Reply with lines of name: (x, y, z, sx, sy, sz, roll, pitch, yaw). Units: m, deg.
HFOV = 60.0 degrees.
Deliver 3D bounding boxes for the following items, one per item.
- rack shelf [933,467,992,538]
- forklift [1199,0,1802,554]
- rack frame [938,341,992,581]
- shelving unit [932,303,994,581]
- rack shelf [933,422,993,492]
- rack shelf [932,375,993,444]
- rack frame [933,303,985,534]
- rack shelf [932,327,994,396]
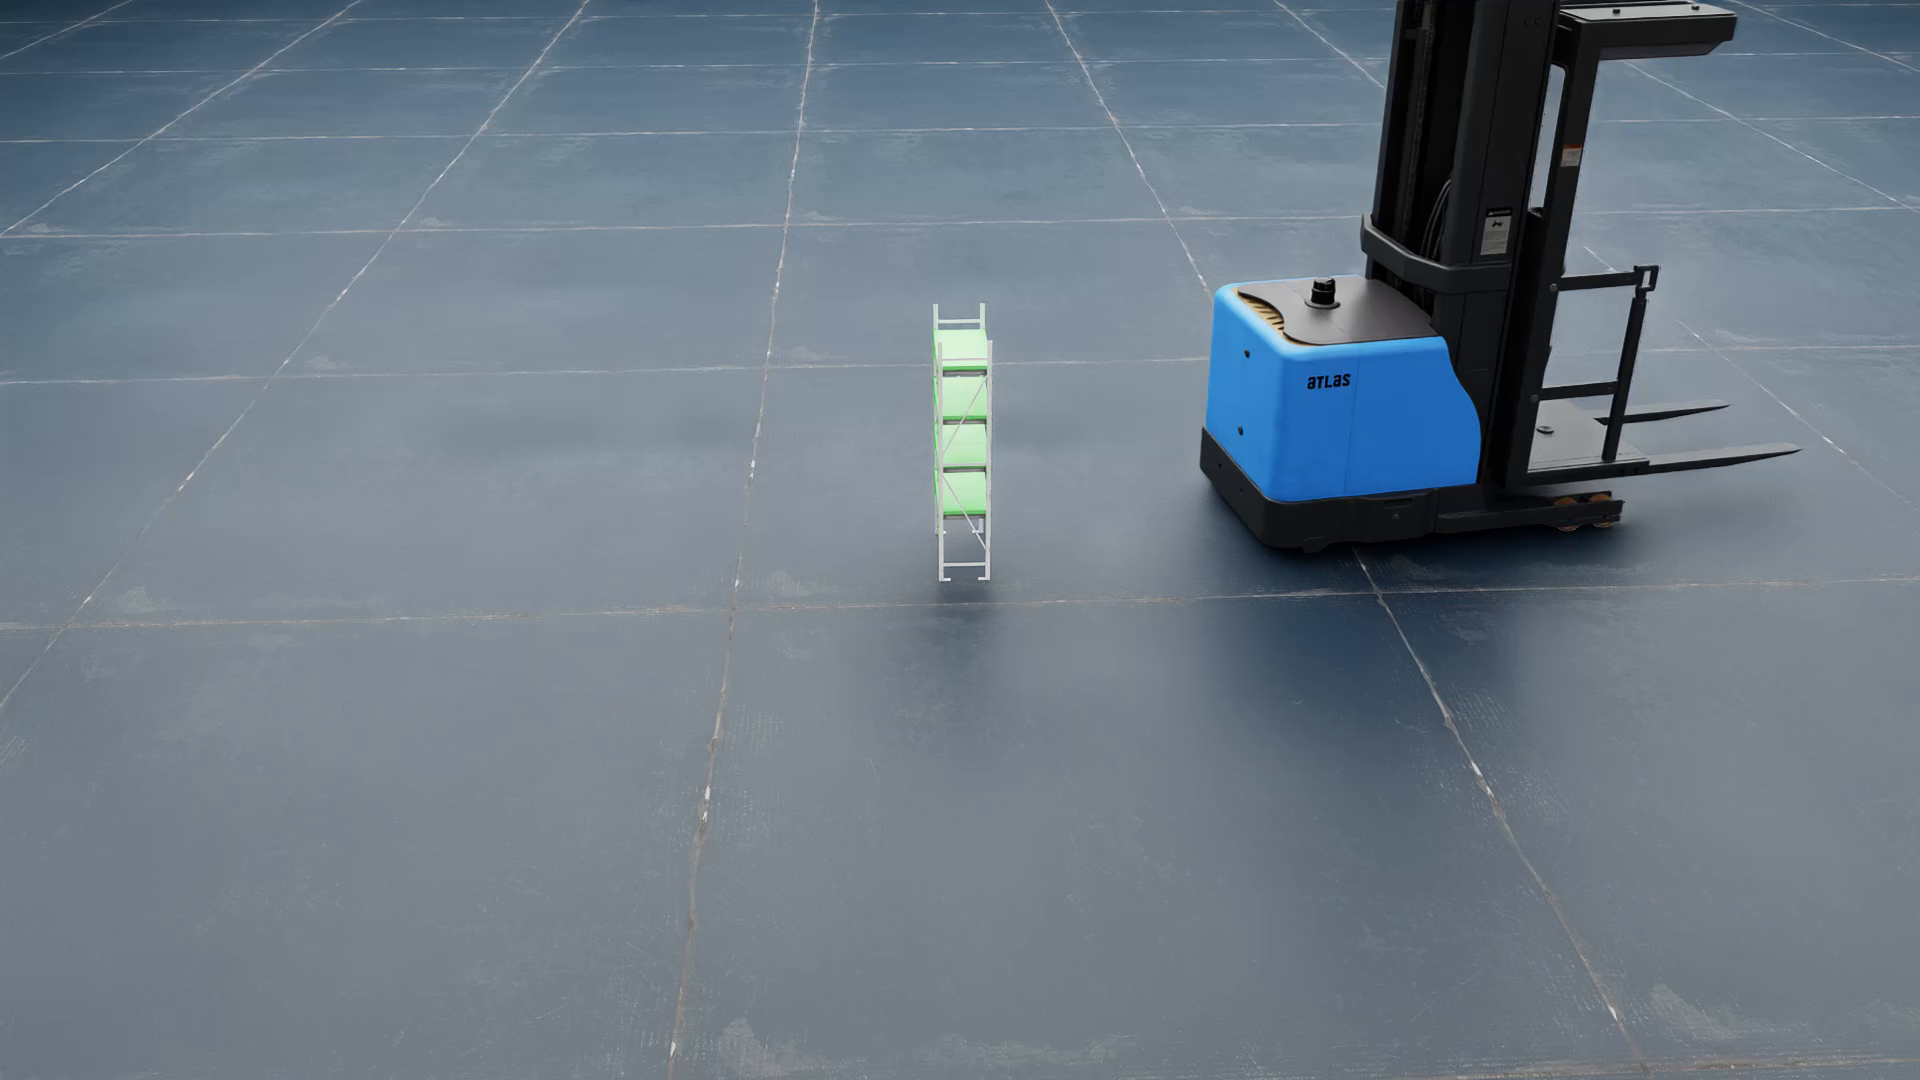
rack shelf: (0.009, -0.186, 7.966, 0.258, 0.148, 0.480, -1, 28, -3)
forklift: (2.844, -1.574, 8.099, 3.031, 2.935, 1.130, -6, 28, -11)
rack frame: (0.021, -0.343, 7.610, 0.240, 1.200, 0.015, -1, 28, -3)
shelving unit: (0.009, -0.456, 7.826, 0.258, 1.200, 0.503, -1, 28, -3)
rack shelf: (0.009, -0.399, 7.856, 0.258, 0.148, 0.480, -1, 28, -3)
rack shelf: (0.009, -0.612, 7.745, 0.258, 0.148, 0.480, -1, 28, -3)
rack frame: (-0.004, -0.568, 8.042, 0.240, 1.200, 0.015, -1, 28, -3)
rack shelf: (0.009, -0.824, 7.634, 0.258, 0.148, 0.480, -1, 28, -3)
